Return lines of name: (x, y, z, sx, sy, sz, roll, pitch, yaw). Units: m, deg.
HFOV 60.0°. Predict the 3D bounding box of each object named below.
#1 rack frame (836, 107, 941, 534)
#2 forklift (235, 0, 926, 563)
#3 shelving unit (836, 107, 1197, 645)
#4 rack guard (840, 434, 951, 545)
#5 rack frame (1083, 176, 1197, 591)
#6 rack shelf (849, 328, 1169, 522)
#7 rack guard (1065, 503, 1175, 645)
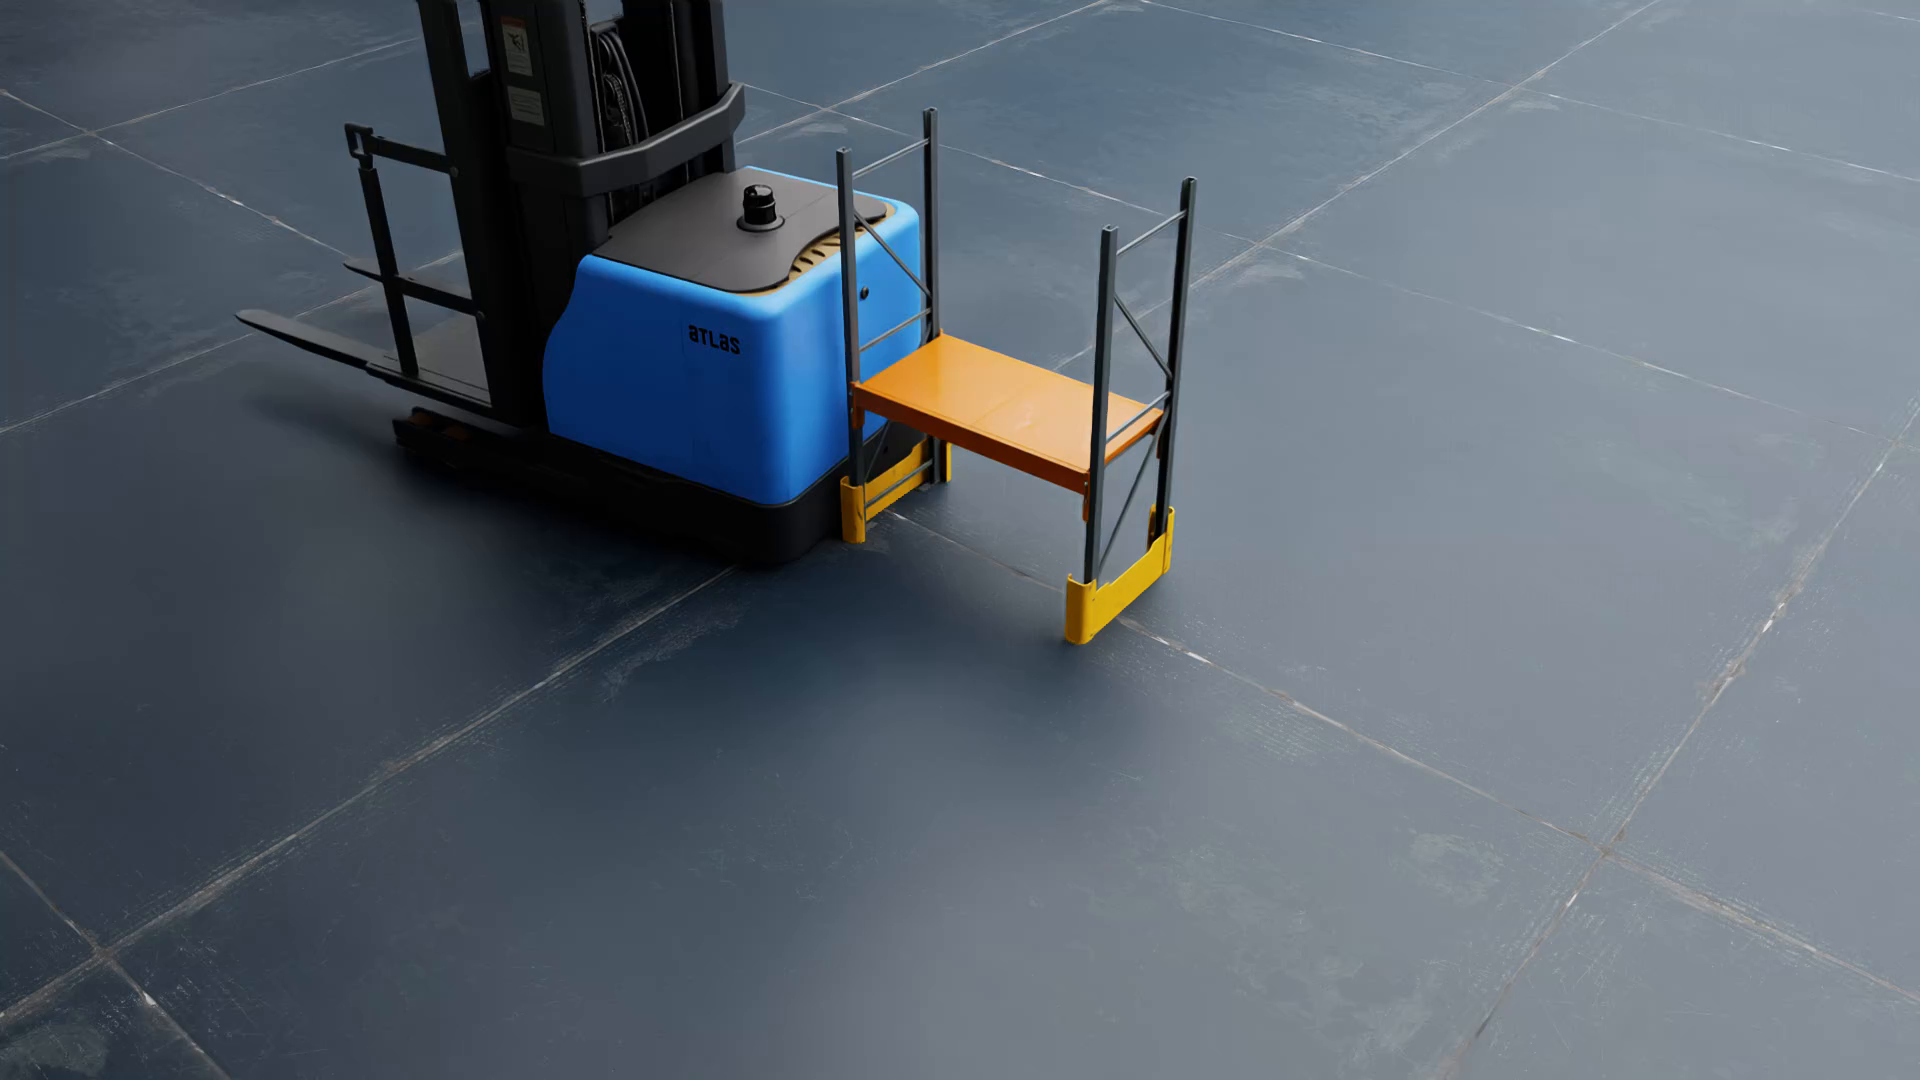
rack frame: (-0.237, -0.742, 5.931, 0.032, 1.500, 0.500, 23, 41, 30)
forklift: (-1.667, -1.731, 6.107, 3.031, 2.935, 1.130, 18, 38, 25)
shelving unit: (0.162, -0.572, 5.684, 1.083, 1.500, 0.587, 23, 41, 30)
rack guard: (-0.236, -0.227, 6.284, 0.087, 0.250, 0.587, 23, 41, 30)
rack frame: (0.575, -0.396, 5.427, 0.032, 1.500, 0.500, 23, 41, 30)
rack shelf: (0.169, -0.421, 5.781, 1.000, 0.185, 0.538, 23, 41, 30)
rack guard: (0.559, 0.113, 5.790, 0.087, 0.250, 0.587, 23, 41, 30)
